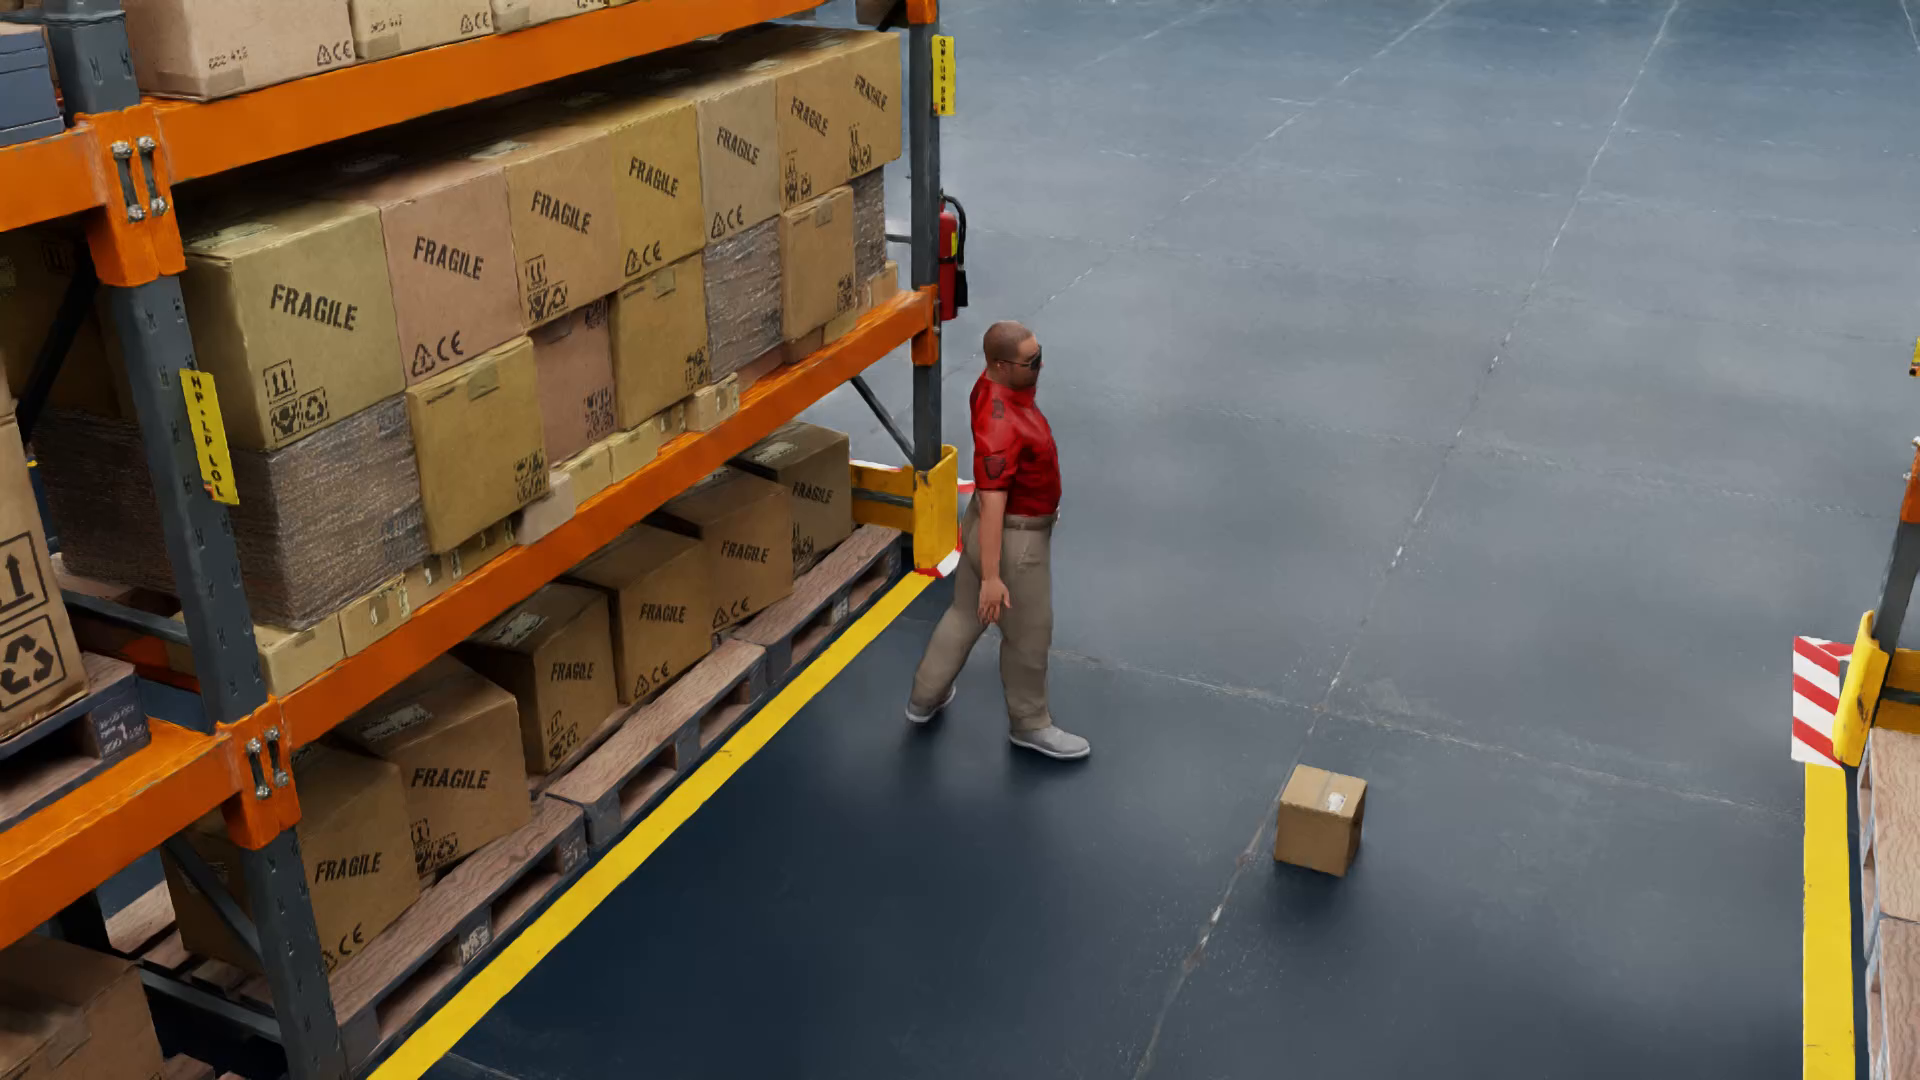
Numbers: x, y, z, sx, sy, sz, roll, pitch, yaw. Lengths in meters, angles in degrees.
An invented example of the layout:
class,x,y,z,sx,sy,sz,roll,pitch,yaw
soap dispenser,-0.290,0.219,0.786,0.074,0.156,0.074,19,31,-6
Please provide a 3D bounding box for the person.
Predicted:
class,x,y,z,sx,sy,sz,roll,pitch,yaw
person,0.152,0.005,6.128,0.673,1.714,0.693,-3,26,-5
